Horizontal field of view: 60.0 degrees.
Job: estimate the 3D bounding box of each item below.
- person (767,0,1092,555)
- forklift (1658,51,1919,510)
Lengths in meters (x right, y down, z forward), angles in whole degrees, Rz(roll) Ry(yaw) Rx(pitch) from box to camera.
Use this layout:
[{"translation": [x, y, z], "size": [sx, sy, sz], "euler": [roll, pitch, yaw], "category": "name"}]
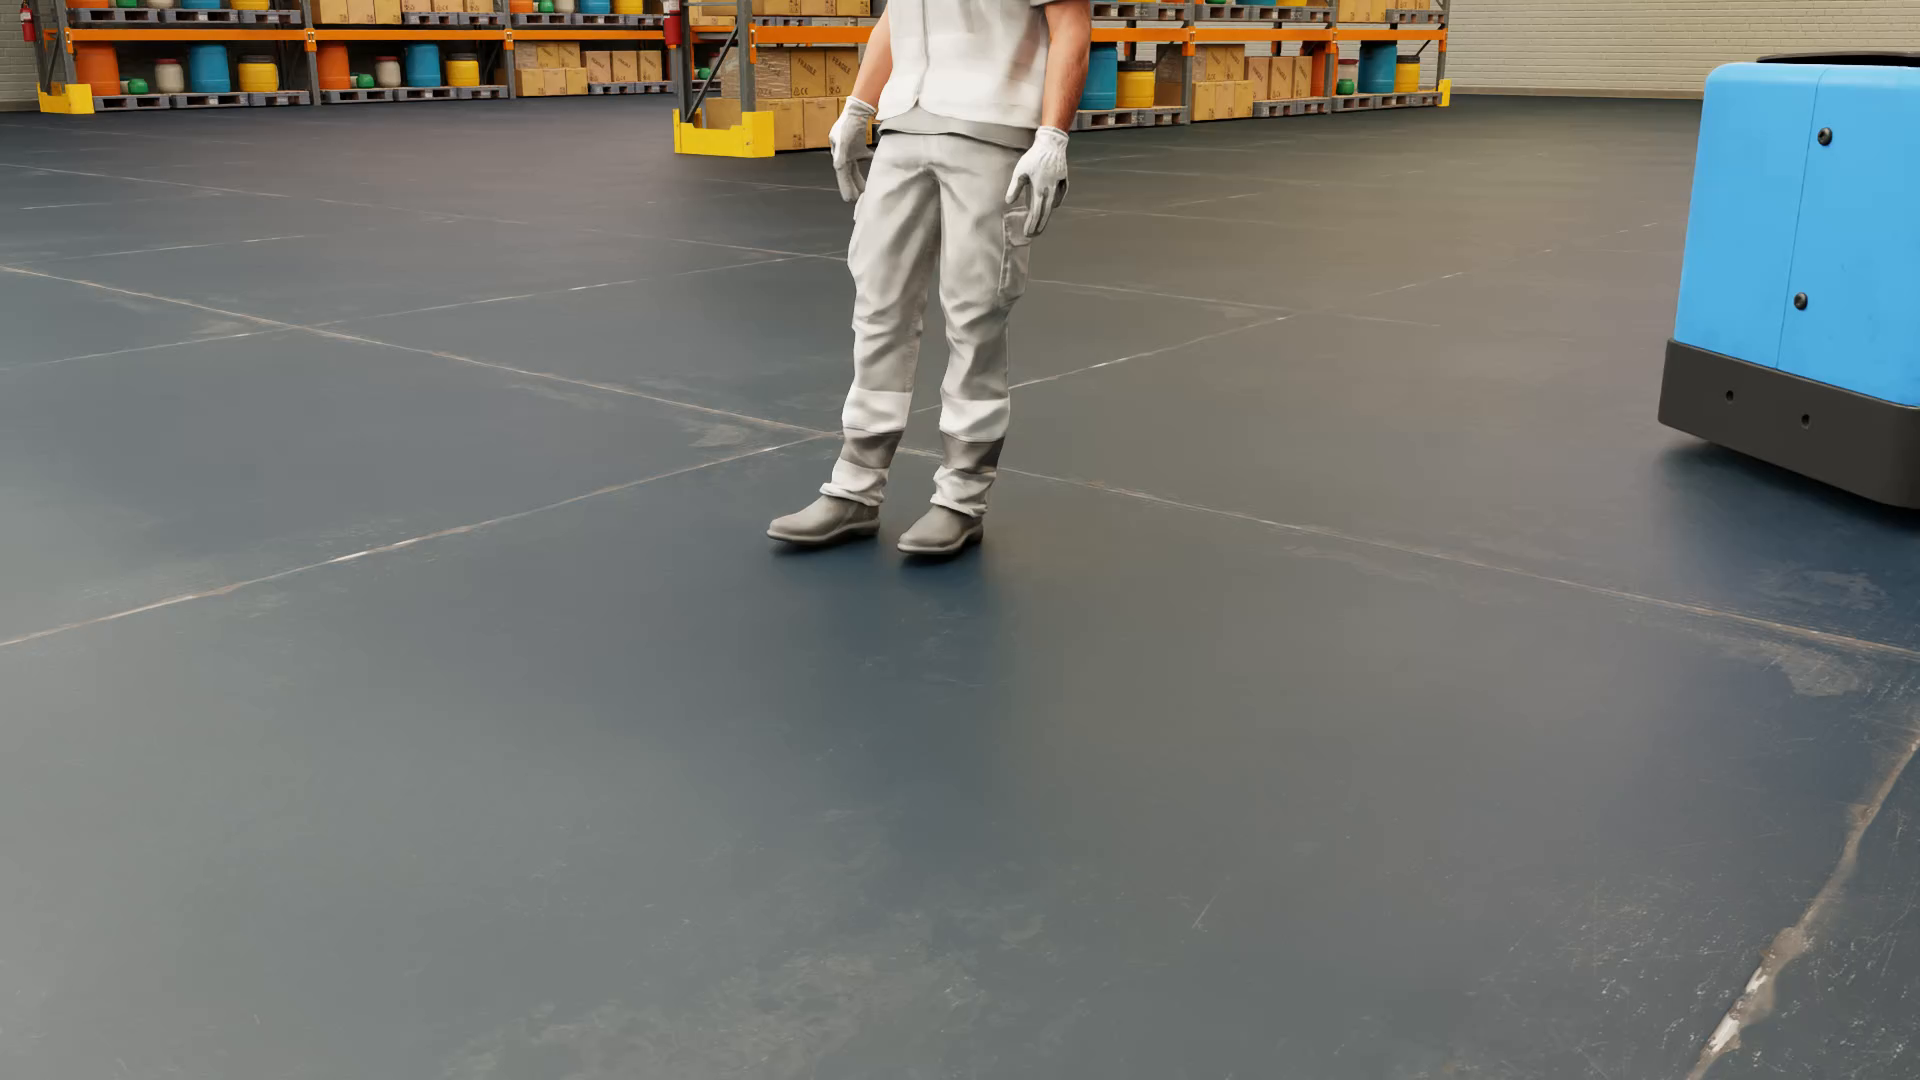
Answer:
[{"translation": [-0.061, -0.847, 3.628], "size": [0.637, 1.790, 0.562], "euler": [13, 21, 37], "category": "person"}, {"translation": [3.595, -1.637, 4.288], "size": [3.031, 2.935, 1.130], "euler": [-4, 17, -11], "category": "forklift"}]
